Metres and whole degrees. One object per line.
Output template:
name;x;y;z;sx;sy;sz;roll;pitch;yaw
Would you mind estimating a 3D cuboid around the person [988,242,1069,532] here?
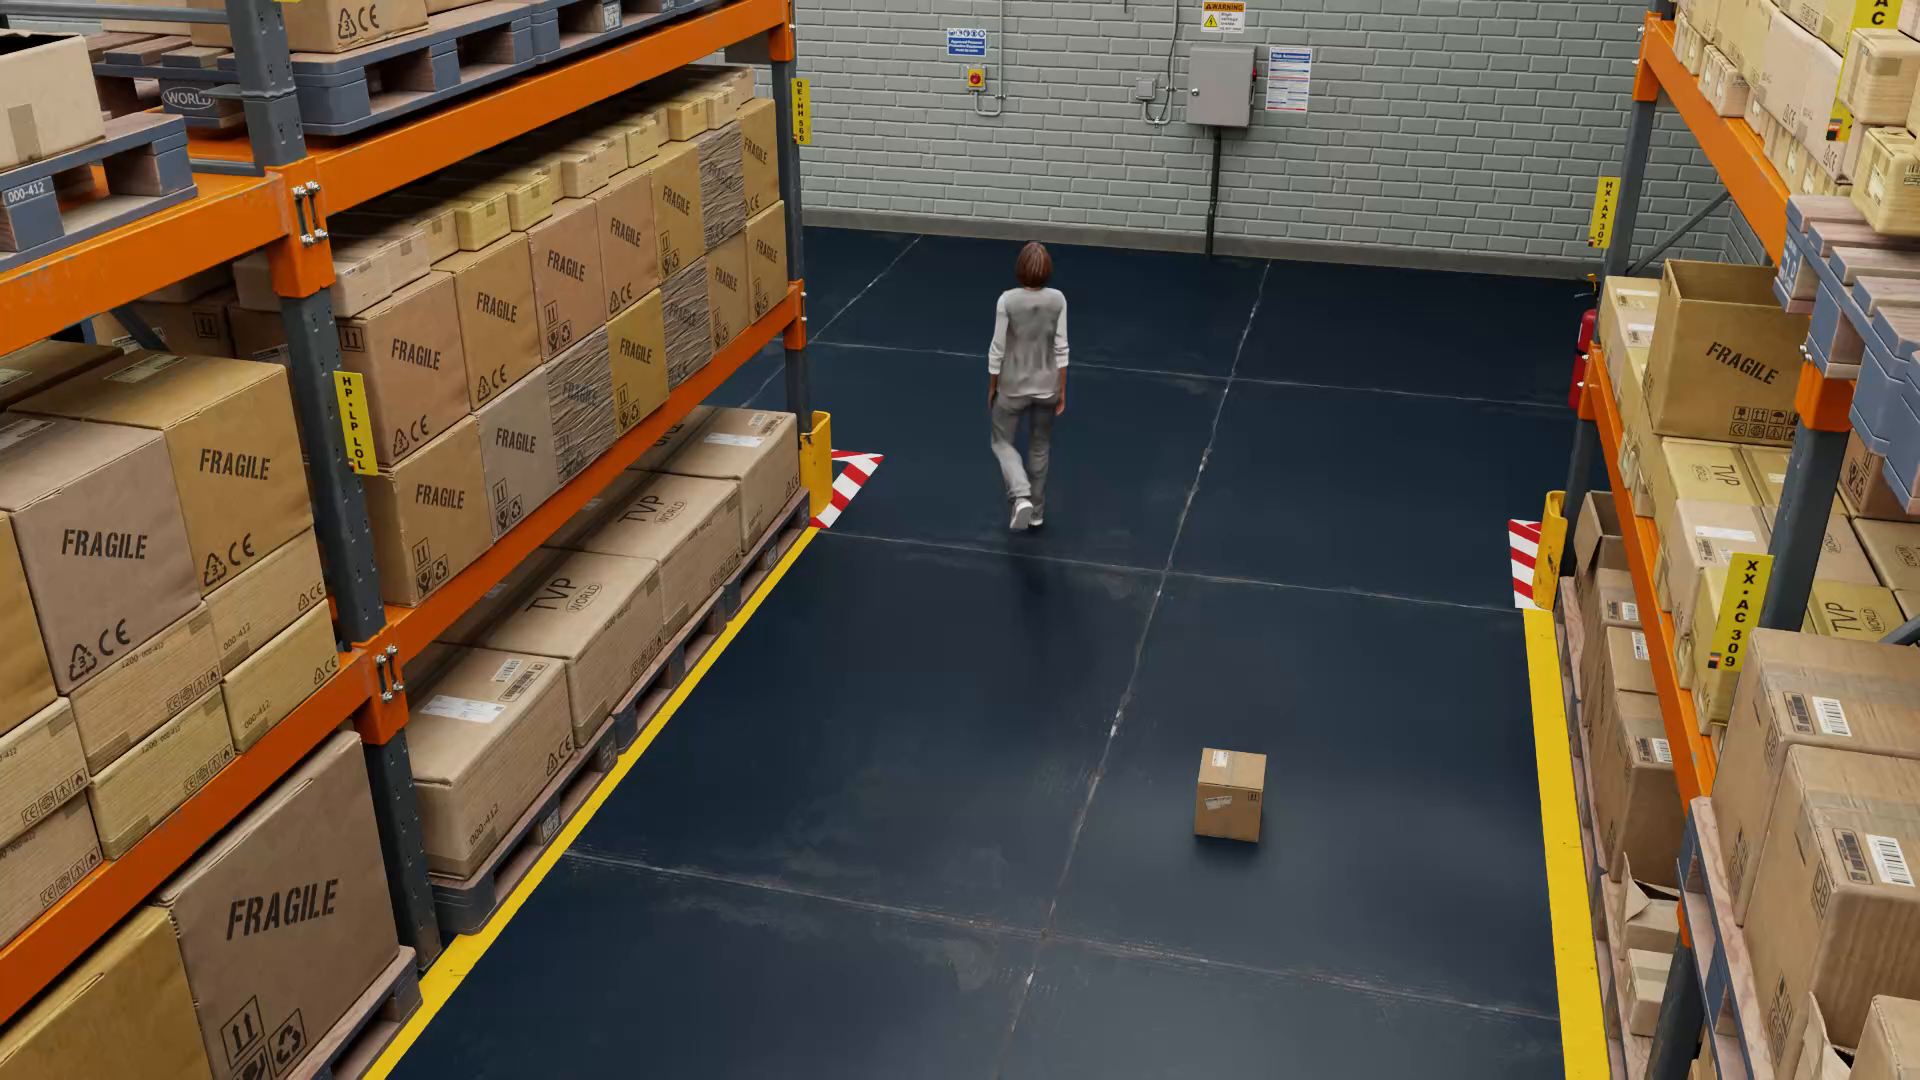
person;0.363;-0.758;8.652;0.423;1.588;0.619;-4;26;-9
